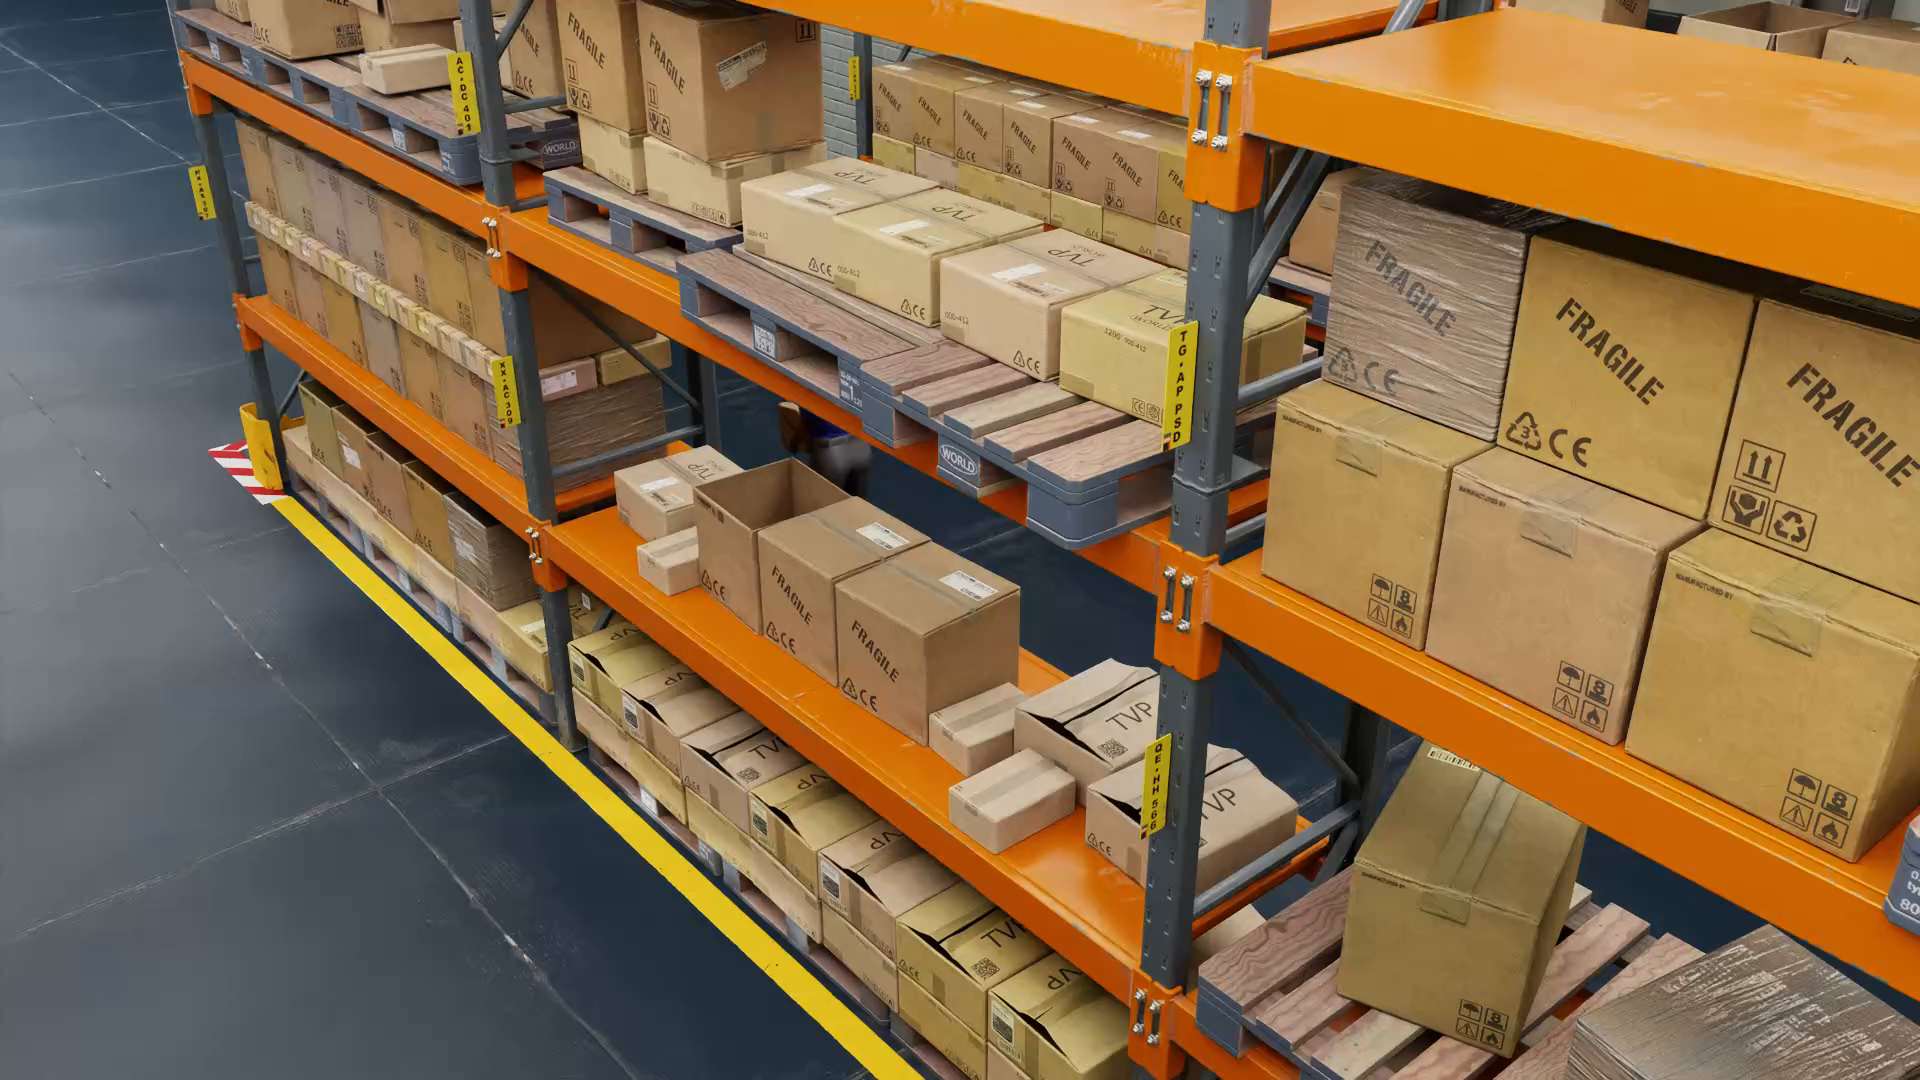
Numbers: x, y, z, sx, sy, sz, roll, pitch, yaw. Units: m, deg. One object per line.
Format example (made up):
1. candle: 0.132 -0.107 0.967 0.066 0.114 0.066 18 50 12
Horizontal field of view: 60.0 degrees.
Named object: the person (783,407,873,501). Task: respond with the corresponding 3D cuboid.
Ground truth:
1. person: -0.758 -0.480 9.529 0.435 1.656 0.504 -22 36 -35
